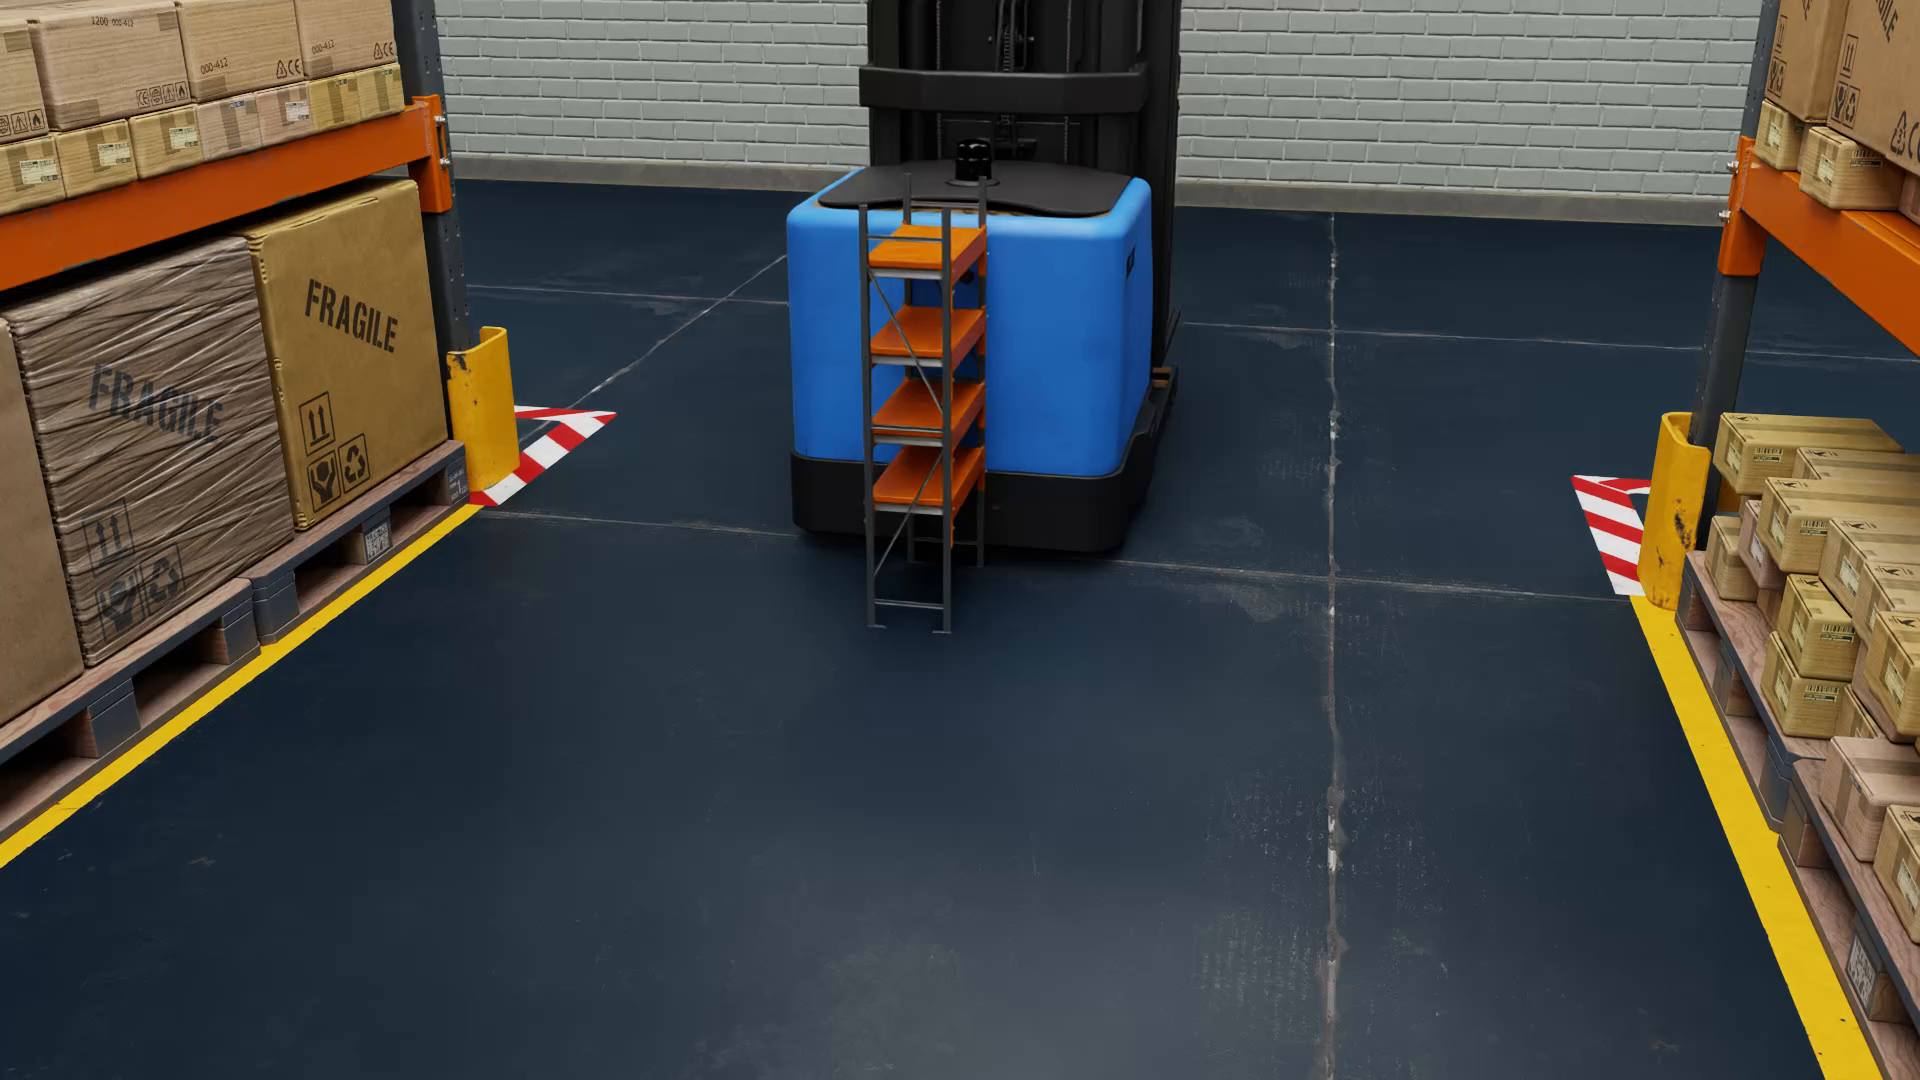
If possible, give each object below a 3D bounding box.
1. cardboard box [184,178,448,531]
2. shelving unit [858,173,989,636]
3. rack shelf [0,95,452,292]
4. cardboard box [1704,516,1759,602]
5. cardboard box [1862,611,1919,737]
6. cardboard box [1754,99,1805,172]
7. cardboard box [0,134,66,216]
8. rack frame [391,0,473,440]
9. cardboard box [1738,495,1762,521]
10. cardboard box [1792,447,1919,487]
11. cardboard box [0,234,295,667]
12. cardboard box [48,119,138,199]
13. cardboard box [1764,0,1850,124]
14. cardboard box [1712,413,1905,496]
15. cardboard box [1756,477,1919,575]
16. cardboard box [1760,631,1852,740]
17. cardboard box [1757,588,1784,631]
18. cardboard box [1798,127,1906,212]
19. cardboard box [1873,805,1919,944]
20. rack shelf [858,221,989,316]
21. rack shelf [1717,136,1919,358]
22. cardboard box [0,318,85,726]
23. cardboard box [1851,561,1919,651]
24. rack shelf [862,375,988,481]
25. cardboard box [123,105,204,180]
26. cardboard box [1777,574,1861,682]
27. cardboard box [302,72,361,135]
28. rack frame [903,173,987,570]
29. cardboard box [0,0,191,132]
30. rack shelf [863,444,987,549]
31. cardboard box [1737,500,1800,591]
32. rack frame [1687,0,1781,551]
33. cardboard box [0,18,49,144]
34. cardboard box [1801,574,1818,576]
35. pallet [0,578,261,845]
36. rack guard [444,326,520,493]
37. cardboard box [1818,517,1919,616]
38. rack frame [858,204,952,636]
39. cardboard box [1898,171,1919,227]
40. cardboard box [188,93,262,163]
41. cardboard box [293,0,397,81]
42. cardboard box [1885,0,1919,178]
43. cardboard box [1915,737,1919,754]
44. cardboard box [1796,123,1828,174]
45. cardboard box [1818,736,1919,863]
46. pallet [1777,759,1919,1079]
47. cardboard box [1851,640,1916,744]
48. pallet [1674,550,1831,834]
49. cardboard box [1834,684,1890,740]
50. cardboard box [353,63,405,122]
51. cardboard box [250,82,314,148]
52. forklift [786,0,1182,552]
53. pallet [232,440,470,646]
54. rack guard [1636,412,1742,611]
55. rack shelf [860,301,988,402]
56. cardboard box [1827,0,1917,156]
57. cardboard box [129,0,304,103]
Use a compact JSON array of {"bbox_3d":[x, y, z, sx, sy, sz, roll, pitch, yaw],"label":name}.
[{"bbox_3d":[-2.244,-0.618,5.156,0.875,0.875,0.875,4,22,11],"label":"cardboard box"},{"bbox_3d":[-0.093,-0.388,4.710,0.258,1.200,0.503,4,22,11],"label":"shelving unit"},{"bbox_3d":[-2.600,-0.584,3.752,1.077,0.370,4.000,4,22,11],"label":"rack shelf"},{"bbox_3d":[2.223,0.060,4.442,0.380,0.149,0.250,5,22,12],"label":"cardboard box"},{"bbox_3d":[1.954,0.266,3.136,0.380,0.149,0.250,5,22,12],"label":"cardboard box"},{"bbox_3d":[2.256,-1.024,4.218,0.380,0.149,0.250,4,22,10],"label":"cardboard box"},{"bbox_3d":[-2.255,-0.819,3.707,0.380,0.149,0.250,5,22,12],"label":"cardboard box"},{"bbox_3d":[-2.192,-1.649,5.434,1.000,3.000,0.127,4,22,11],"label":"rack frame"},{"bbox_3d":[2.285,-0.073,4.375,0.380,0.149,0.250,5,23,13],"label":"cardboard box"},{"bbox_3d":[2.265,-0.107,4.062,0.380,0.149,0.250,5,22,12],"label":"cardboard box"},{"bbox_3d":[-2.430,-0.286,4.330,0.875,0.875,0.875,4,22,11],"label":"cardboard box"},{"bbox_3d":[-2.202,-0.909,3.932,0.380,0.149,0.250,5,22,11],"label":"cardboard box"},{"bbox_3d":[2.281,-1.276,3.974,0.500,0.500,0.500,6,23,13],"label":"cardboard box"},{"bbox_3d":[2.203,-0.217,4.335,0.380,0.149,0.250,3,22,8],"label":"cardboard box"},{"bbox_3d":[2.088,-0.025,3.857,0.380,0.149,0.250,4,22,11],"label":"cardboard box"},{"bbox_3d":[2.046,0.339,3.751,0.380,0.149,0.250,5,22,12],"label":"cardboard box"},{"bbox_3d":[2.249,0.162,4.189,0.380,0.149,0.250,4,22,11],"label":"cardboard box"},{"bbox_3d":[2.137,-0.834,3.745,0.380,0.149,0.250,4,22,9],"label":"cardboard box"},{"bbox_3d":[1.920,0.627,3.035,0.380,0.149,0.250,4,22,11],"label":"cardboard box"},{"bbox_3d":[-0.093,-0.752,4.563,0.258,0.148,0.480,4,22,11],"label":"rack shelf"},{"bbox_3d":[2.235,-0.169,2.722,1.077,0.370,4.000,4,22,11],"label":"rack shelf"},{"bbox_3d":[-2.612,0.040,3.521,0.875,0.875,0.875,4,22,11],"label":"cardboard box"},{"bbox_3d":[2.053,0.173,3.366,0.380,0.149,0.250,5,23,13],"label":"cardboard box"},{"bbox_3d":[-0.093,-0.325,4.735,0.258,0.148,0.480,4,22,11],"label":"rack shelf"},{"bbox_3d":[-2.149,-1.004,4.167,0.380,0.149,0.250,4,22,10],"label":"cardboard box"},{"bbox_3d":[2.052,0.205,3.685,0.380,0.149,0.250,5,23,13],"label":"cardboard box"},{"bbox_3d":[-1.994,-1.282,4.859,0.380,0.149,0.250,5,22,11],"label":"cardboard box"},{"bbox_3d":[-0.044,-0.477,4.931,0.240,1.200,0.015,4,22,11],"label":"rack frame"},{"bbox_3d":[-2.239,-1.149,3.993,0.500,0.250,0.500,4,22,9],"label":"cardboard box"},{"bbox_3d":[-0.093,-0.141,4.809,0.258,0.148,0.480,4,22,11],"label":"rack shelf"},{"bbox_3d":[2.173,0.023,4.137,0.380,0.149,0.250,4,22,11],"label":"cardboard box"},{"bbox_3d":[2.643,-1.234,4.403,1.000,3.000,0.127,4,22,11],"label":"rack frame"},{"bbox_3d":[-2.341,-0.958,3.520,0.500,0.250,0.500,4,22,11],"label":"cardboard box"},{"bbox_3d":[2.210,0.119,3.898,0.380,0.149,0.250,5,22,12],"label":"cardboard box"},{"bbox_3d":[-2.530,0.387,4.109,1.003,0.211,1.213,4,22,11],"label":"pallet"},{"bbox_3d":[-2.187,-0.499,5.923,1.175,0.500,0.348,4,22,11],"label":"rack guard"},{"bbox_3d":[2.118,0.072,3.616,0.380,0.149,0.250,3,22,8],"label":"cardboard box"},{"bbox_3d":[-0.143,-0.298,4.488,0.240,1.200,0.015,4,22,11],"label":"rack frame"},{"bbox_3d":[2.218,-0.729,3.484,0.380,0.149,0.250,6,23,13],"label":"cardboard box"},{"bbox_3d":[-2.098,-1.099,4.403,0.380,0.149,0.250,5,22,12],"label":"cardboard box"},{"bbox_3d":[-2.031,-1.520,4.916,0.500,0.250,0.500,4,22,10],"label":"cardboard box"},{"bbox_3d":[2.084,-0.900,3.040,0.500,0.500,0.500,5,22,12],"label":"cardboard box"},{"bbox_3d":[2.076,0.412,3.172,0.380,0.149,0.250,6,23,14],"label":"cardboard box"},{"bbox_3d":[2.244,-0.928,3.979,0.380,0.149,0.250,5,23,13],"label":"cardboard box"},{"bbox_3d":[1.951,0.524,3.291,0.380,0.149,0.250,3,22,8],"label":"cardboard box"},{"bbox_3d":[2.176,0.826,3.020,1.003,0.211,1.213,4,22,11],"label":"pallet"},{"bbox_3d":[2.090,0.309,3.426,0.380,0.149,0.250,3,22,8],"label":"cardboard box"},{"bbox_3d":[2.427,0.381,4.124,1.003,0.211,1.213,4,22,11],"label":"pallet"},{"bbox_3d":[2.087,0.439,3.501,0.380,0.149,0.250,5,22,11],"label":"cardboard box"},{"bbox_3d":[-1.942,-1.378,5.095,0.380,0.149,0.250,5,22,12],"label":"cardboard box"},{"bbox_3d":[-2.046,-1.190,4.630,0.380,0.149,0.250,5,22,11],"label":"cardboard box"},{"bbox_3d":[0.267,-1.842,6.003,1.130,2.935,3.031,4,22,11],"label":"forklift"},{"bbox_3d":[-2.279,-0.058,5.214,1.003,0.211,1.213,4,22,11],"label":"pallet"},{"bbox_3d":[2.627,-0.047,4.801,1.175,0.500,0.348,4,22,11],"label":"rack guard"},{"bbox_3d":[-0.093,-0.533,4.651,0.258,0.148,0.480,4,22,11],"label":"rack shelf"},{"bbox_3d":[2.196,-1.078,3.483,0.500,0.500,0.500,5,22,11],"label":"cardboard box"},{"bbox_3d":[-2.135,-1.335,4.456,0.500,0.250,0.500,4,22,10],"label":"cardboard box"}]
